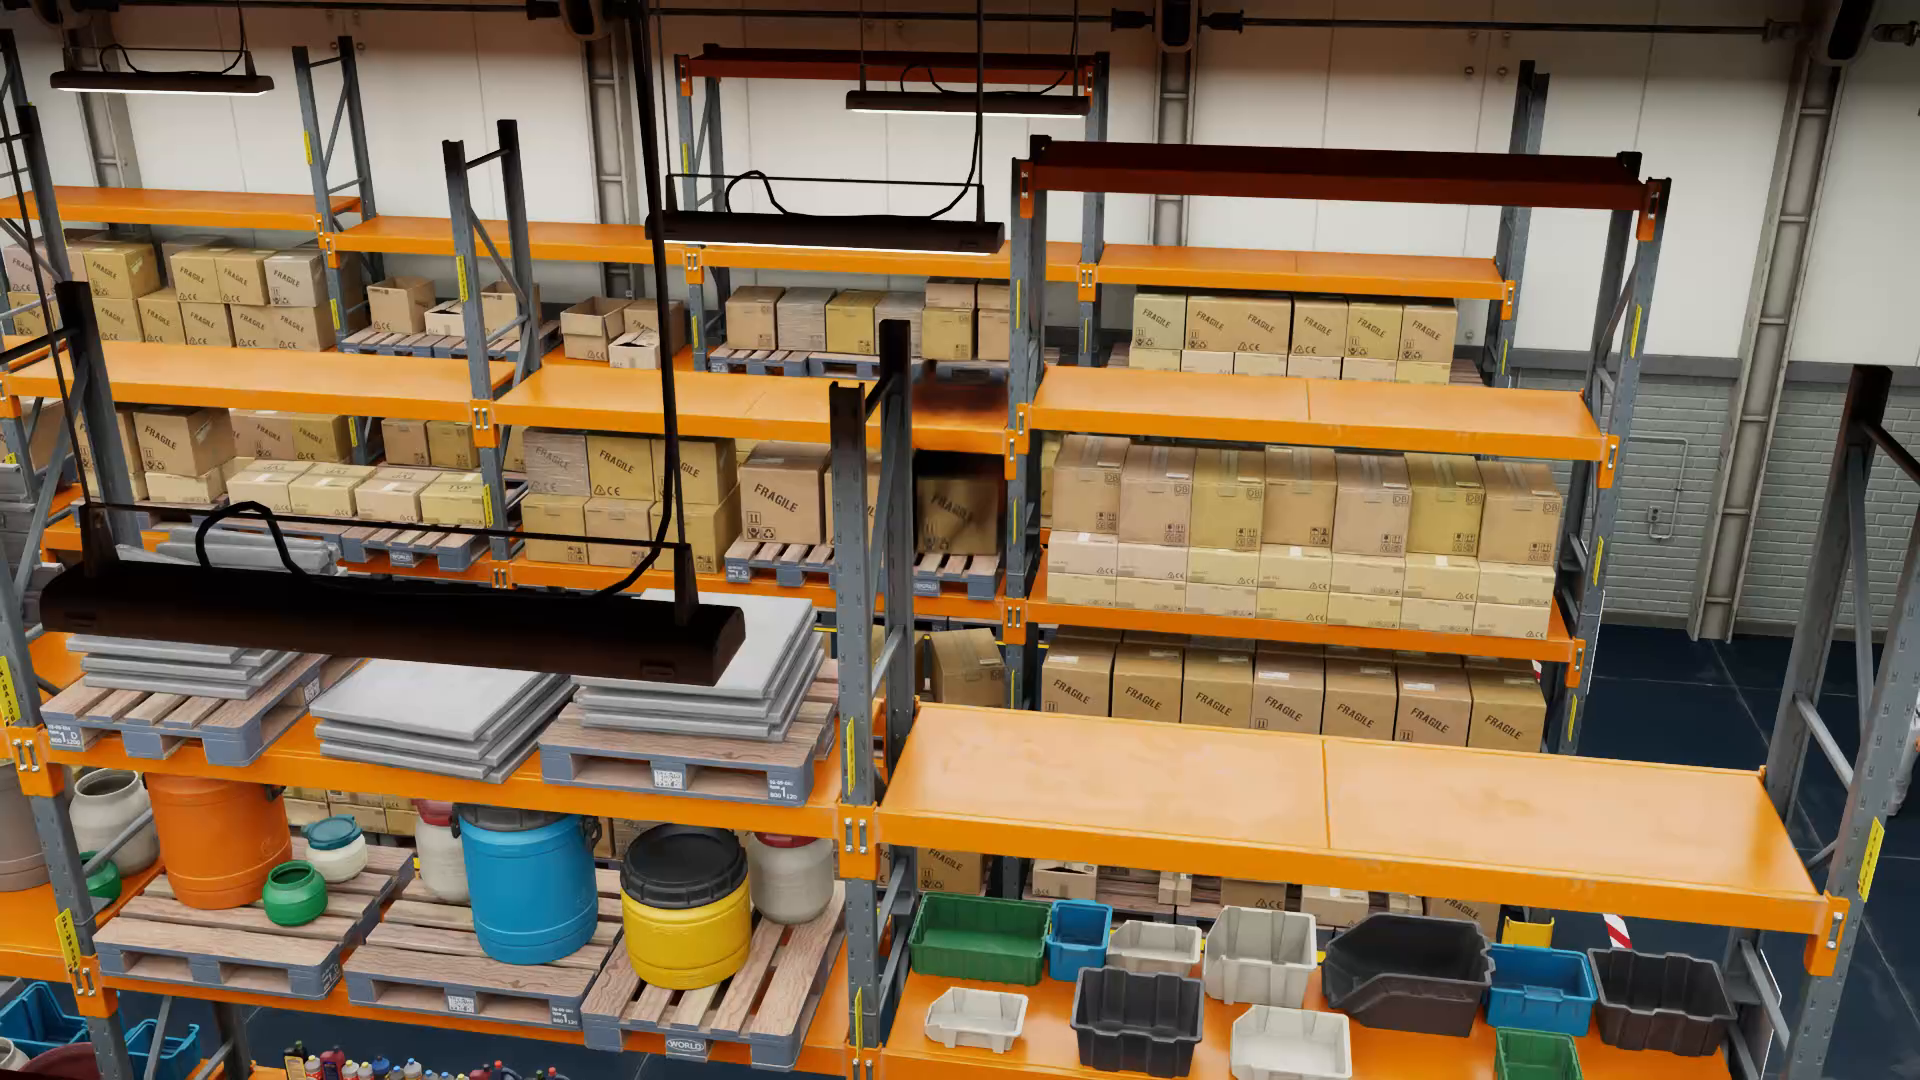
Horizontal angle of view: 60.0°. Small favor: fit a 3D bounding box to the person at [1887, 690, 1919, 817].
[{"bbox_3d":[8.216,1.591,14.446,0.505,1.657,0.516,-20,30,-38],"label":"person"}]
